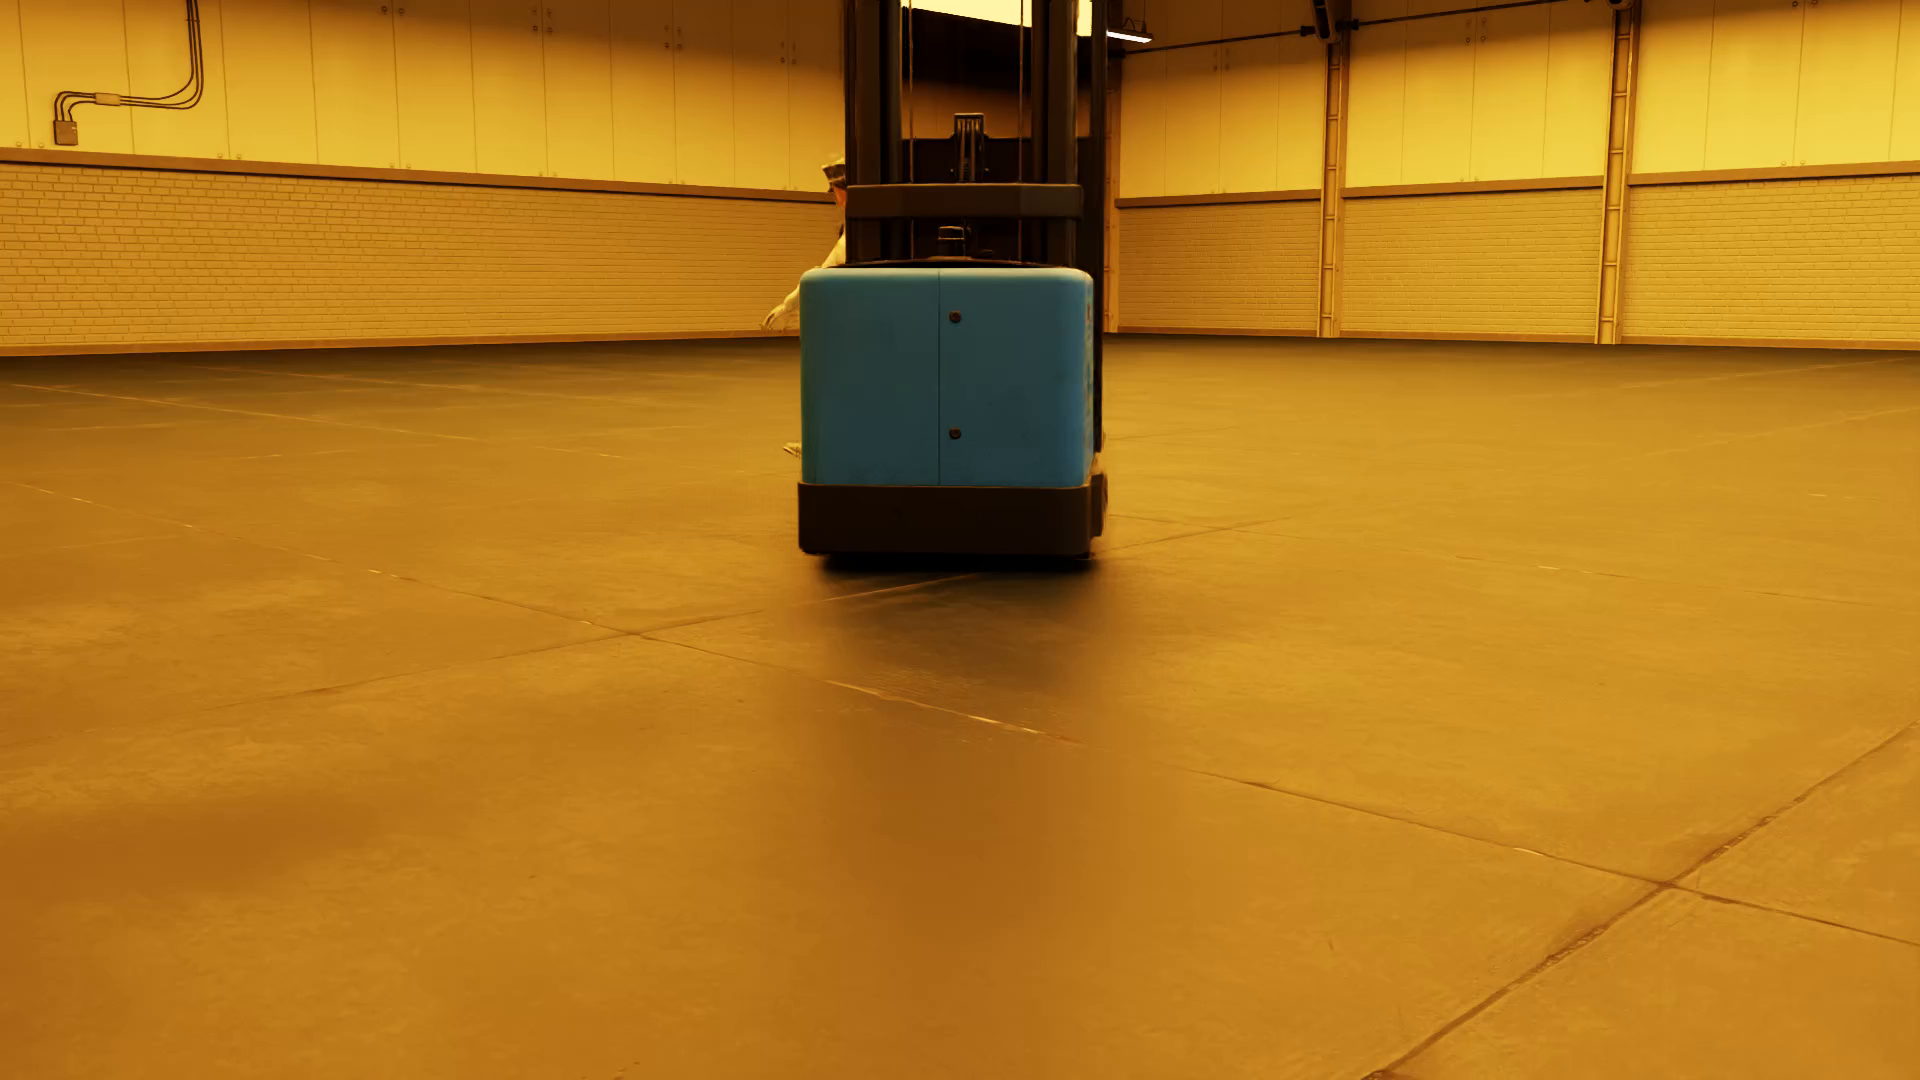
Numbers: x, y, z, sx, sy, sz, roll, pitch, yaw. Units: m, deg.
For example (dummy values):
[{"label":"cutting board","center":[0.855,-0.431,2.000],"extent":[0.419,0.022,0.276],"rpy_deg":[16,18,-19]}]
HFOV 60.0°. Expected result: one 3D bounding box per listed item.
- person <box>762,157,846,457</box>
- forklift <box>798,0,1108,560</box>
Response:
[{"label":"person","center":[-0.623,-1.092,8.186],"extent":[0.900,1.549,0.822],"rpy_deg":[5,10,28]},{"label":"forklift","center":[0.091,-1.554,7.195],"extent":[1.130,2.935,3.031],"rpy_deg":[1,9,6]}]
